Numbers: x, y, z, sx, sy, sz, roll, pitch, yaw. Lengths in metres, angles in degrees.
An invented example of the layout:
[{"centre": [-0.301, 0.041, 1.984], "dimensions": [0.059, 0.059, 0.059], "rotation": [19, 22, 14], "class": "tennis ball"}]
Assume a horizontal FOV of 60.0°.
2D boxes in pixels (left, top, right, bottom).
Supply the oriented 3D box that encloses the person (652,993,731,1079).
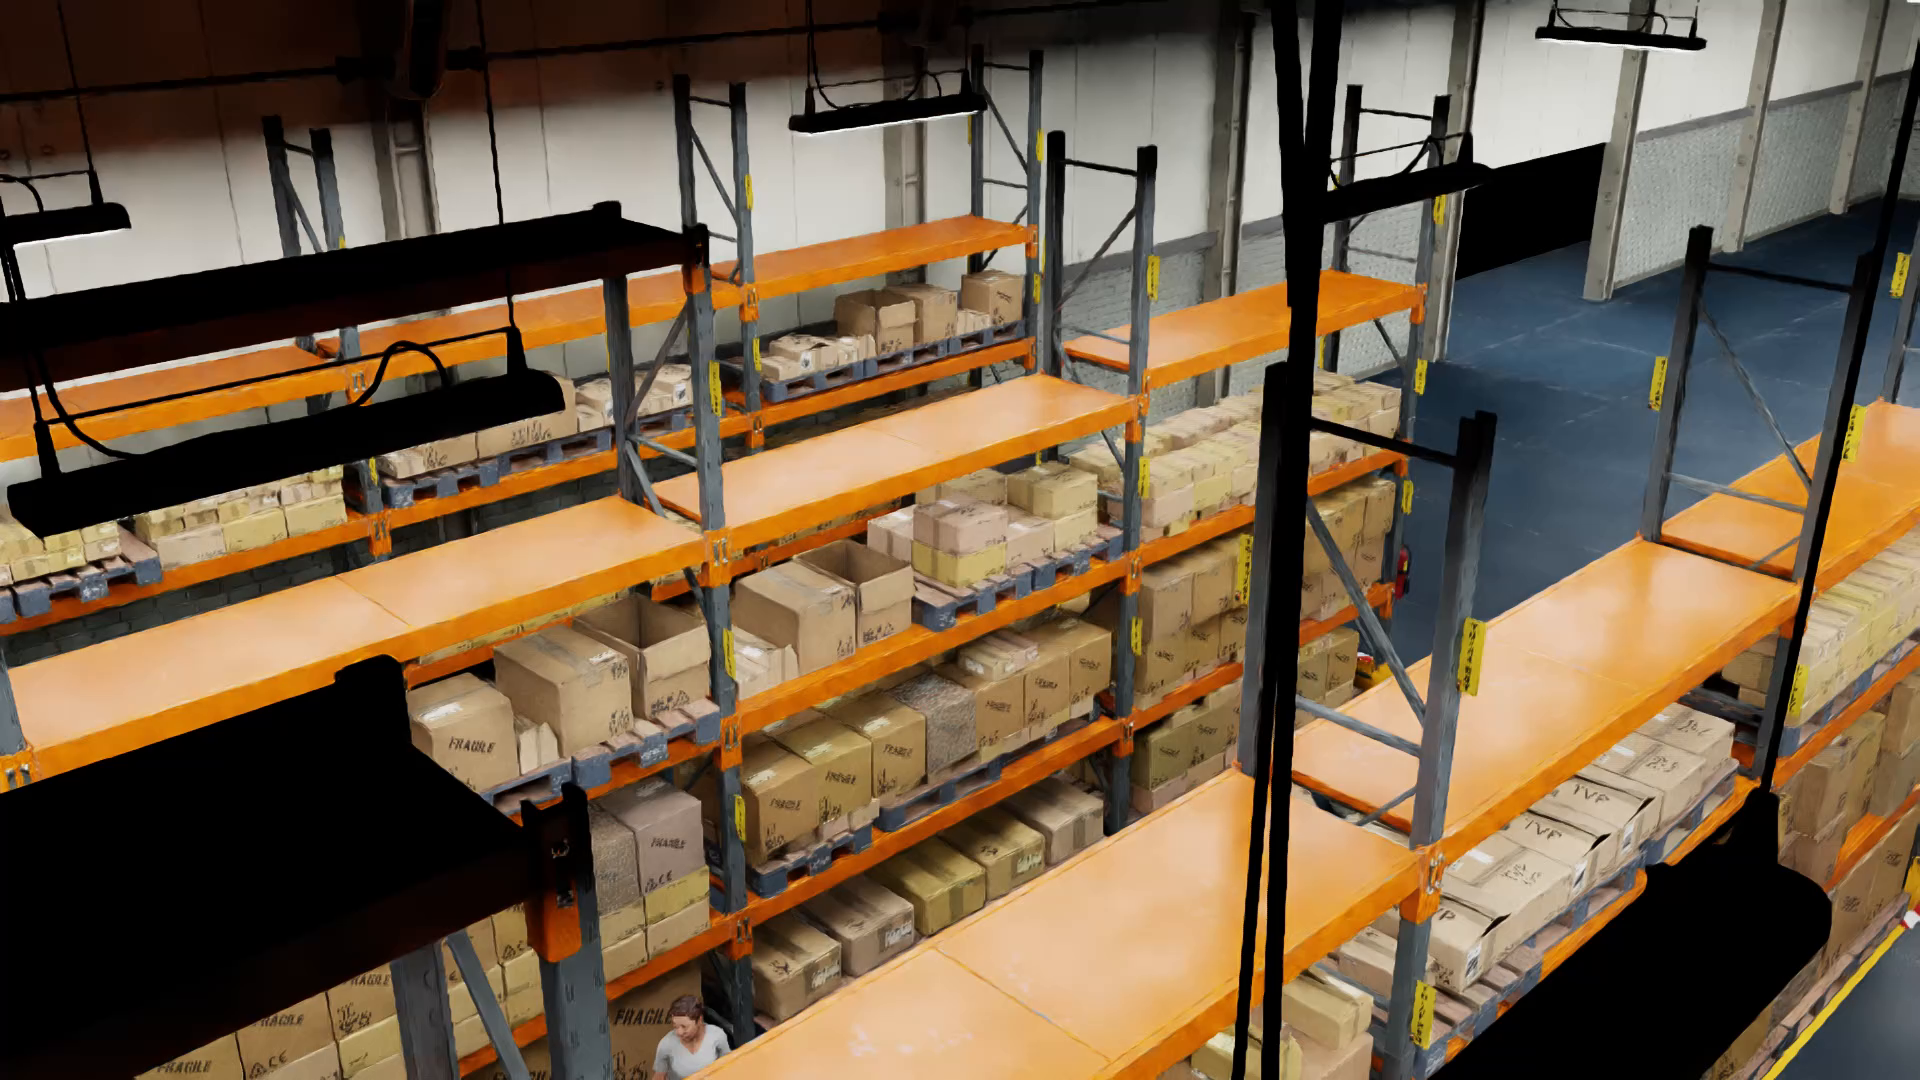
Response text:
[{"centre": [-1.615, 3.495, 10.174], "dimensions": [0.576, 1.665, 0.575], "rotation": [-9, 24, -21], "class": "person"}]
